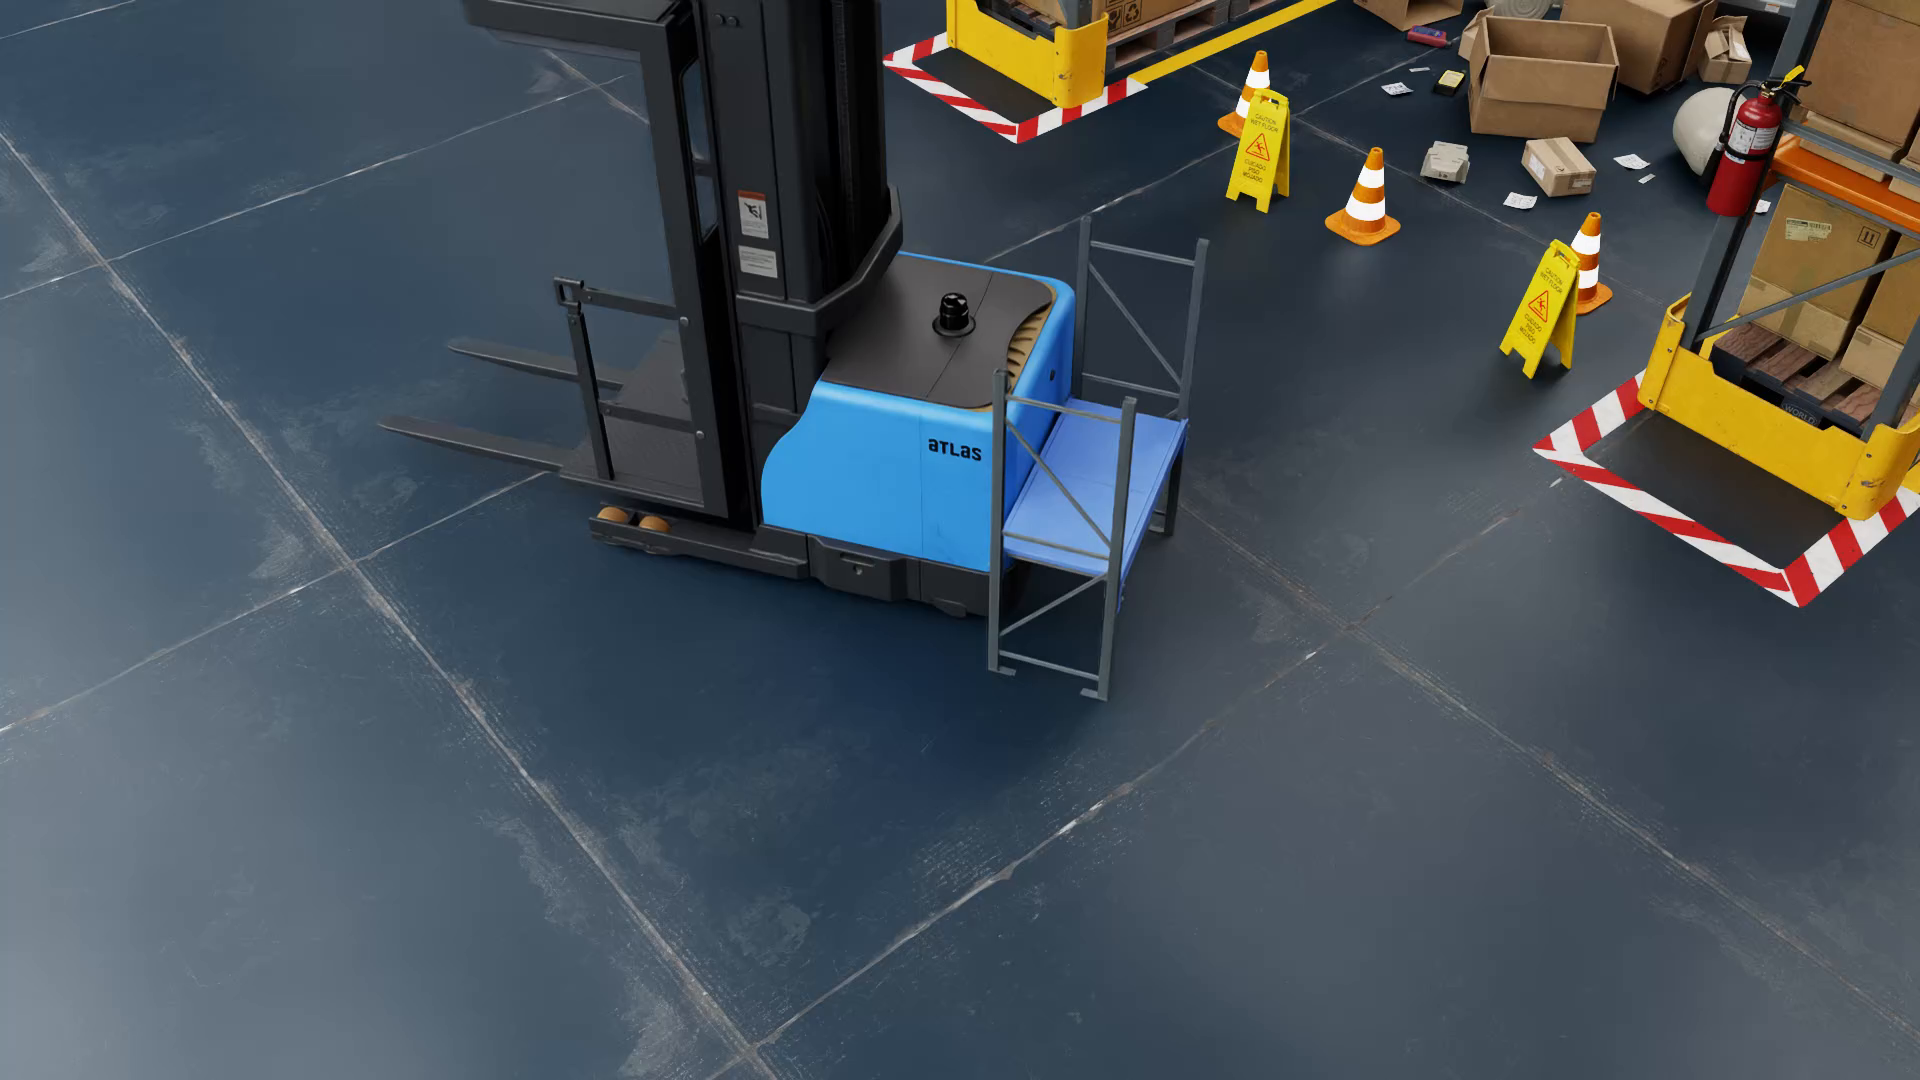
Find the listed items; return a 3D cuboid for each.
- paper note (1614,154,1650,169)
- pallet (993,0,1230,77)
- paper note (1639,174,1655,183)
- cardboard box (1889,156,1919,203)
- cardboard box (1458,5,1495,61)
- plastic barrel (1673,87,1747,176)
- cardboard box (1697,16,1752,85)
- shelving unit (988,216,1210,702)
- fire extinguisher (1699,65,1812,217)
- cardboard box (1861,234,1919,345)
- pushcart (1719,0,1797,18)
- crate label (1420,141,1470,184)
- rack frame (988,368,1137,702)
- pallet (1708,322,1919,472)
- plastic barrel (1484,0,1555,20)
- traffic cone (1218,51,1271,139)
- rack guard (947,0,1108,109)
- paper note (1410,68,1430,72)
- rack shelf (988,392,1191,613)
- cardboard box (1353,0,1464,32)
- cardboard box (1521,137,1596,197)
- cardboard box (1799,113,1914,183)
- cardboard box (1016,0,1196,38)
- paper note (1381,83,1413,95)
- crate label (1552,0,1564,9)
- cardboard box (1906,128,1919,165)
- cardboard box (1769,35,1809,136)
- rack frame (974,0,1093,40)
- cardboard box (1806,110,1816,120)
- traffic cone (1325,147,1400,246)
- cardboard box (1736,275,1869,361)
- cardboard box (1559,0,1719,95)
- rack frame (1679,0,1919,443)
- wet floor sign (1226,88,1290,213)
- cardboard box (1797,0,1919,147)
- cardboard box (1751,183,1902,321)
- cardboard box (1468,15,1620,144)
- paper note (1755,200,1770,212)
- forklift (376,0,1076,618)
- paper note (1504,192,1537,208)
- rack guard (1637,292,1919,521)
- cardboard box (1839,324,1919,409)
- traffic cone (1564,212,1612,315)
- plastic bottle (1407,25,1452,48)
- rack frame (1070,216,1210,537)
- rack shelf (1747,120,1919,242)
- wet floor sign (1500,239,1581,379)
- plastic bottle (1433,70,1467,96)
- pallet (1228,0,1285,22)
[{"bbox_3d":[3.863,-2.178,9.555,0.142,0.019,0.148,-14,45,-14],"label":"paper note"},{"bbox_3d":[0.977,-3.440,10.759,1.213,0.211,1.003,-30,51,-28],"label":"pallet"},{"bbox_3d":[3.894,-2.048,9.424,0.123,0.001,0.032,-30,51,-28],"label":"paper note"},{"bbox_3d":[4.061,-1.458,6.795,0.250,0.149,0.380,-30,51,-28],"label":"cardboard box"},{"bbox_3d":[3.346,-3.102,10.359,0.258,0.266,0.396,-21,47,-21],"label":"cardboard box"},{"bbox_3d":[4.281,-2.272,9.360,0.421,0.421,0.512,0,43,0],"label":"plastic barrel"},{"bbox_3d":[4.734,-3.039,10.292,0.258,0.266,0.396,7,44,7],"label":"cardboard box"},{"bbox_3d":[0.527,-0.303,6.476,0.538,1.500,1.048,14,45,14],"label":"shelving unit"},{"bbox_3d":[3.284,-1.673,6.897,0.183,0.674,0.296,-30,51,-28],"label":"fire extinguisher"},{"bbox_3d":[4.482,-1.153,7.441,0.500,0.500,0.500,-32,52,-29],"label":"cardboard box"},{"bbox_3d":[5.235,-3.486,10.686,1.648,0.377,0.936,22,47,21],"label":"pushcart"},{"bbox_3d":[2.760,-2.144,9.432,0.250,0.136,0.298,14,45,15],"label":"crate label"},{"bbox_3d":[0.353,0.024,6.128,0.500,1.500,0.032,14,45,14],"label":"rack frame"},{"bbox_3d":[4.372,-0.865,8.016,1.213,0.211,1.003,-30,51,-28],"label":"pallet"},{"bbox_3d":[3.596,-3.578,10.751,0.421,0.421,0.512,0,43,0],"label":"plastic barrel"},{"bbox_3d":[1.733,-2.627,9.709,0.334,0.463,0.336,-30,51,-28],"label":"traffic cone"},{"bbox_3d":[0.396,-3.143,10.231,0.348,0.500,1.175,-30,51,-28],"label":"rack guard"},{"bbox_3d":[2.866,-2.932,10.365,0.123,0.001,0.032,-7,44,-7],"label":"paper note"},{"bbox_3d":[0.527,-0.172,6.600,0.538,0.185,1.000,14,45,14],"label":"rack shelf"},{"bbox_3d":[2.950,-3.690,10.812,0.500,0.500,0.500,-21,47,-21],"label":"cardboard box"},{"bbox_3d":[3.376,-2.106,9.384,0.250,0.149,0.380,-7,44,-7],"label":"cardboard box"},{"bbox_3d":[3.817,-1.694,7.046,0.250,0.149,0.380,-28,50,-27],"label":"cardboard box"},{"bbox_3d":[0.892,-3.775,10.324,0.875,0.875,0.875,-29,51,-28],"label":"cardboard box"},{"bbox_3d":[2.674,-2.760,10.168,0.142,0.017,0.144,-14,45,-14],"label":"paper note"},{"bbox_3d":[3.997,-3.643,11.029,0.298,0.136,0.250,7,44,7],"label":"crate label"},{"bbox_3d":[4.209,-1.717,6.596,0.500,0.500,0.500,-31,51,-28],"label":"cardboard box"},{"bbox_3d":[5.041,-2.600,9.651,0.500,0.500,0.500,0,43,0],"label":"cardboard box"},{"bbox_3d":[0.414,-4.064,9.386,0.127,3.000,1.000,-30,51,-28],"label":"rack frame"},{"bbox_3d":[3.940,-1.864,7.227,0.250,0.149,0.380,-30,51,-28],"label":"cardboard box"},{"bbox_3d":[2.197,-1.884,8.918,0.334,0.463,0.336,-30,51,-28],"label":"traffic cone"},{"bbox_3d":[4.133,-1.167,8.003,0.500,0.250,0.500,-30,51,-28],"label":"cardboard box"},{"bbox_3d":[4.103,-3.165,10.153,0.503,0.637,0.797,-30,51,-28],"label":"cardboard box"},{"bbox_3d":[3.668,-1.509,6.666,0.127,3.000,1.000,-30,51,-28],"label":"rack frame"},{"bbox_3d":[1.662,-2.154,9.072,0.267,0.644,0.232,30,51,28],"label":"wet floor sign"},{"bbox_3d":[3.907,-2.037,6.938,0.500,0.500,0.500,-31,51,-29],"label":"cardboard box"},{"bbox_3d":[4.115,-1.422,7.727,0.500,0.500,0.500,-29,51,-28],"label":"cardboard box"},{"bbox_3d":[3.391,-2.700,9.758,0.797,0.503,0.637,7,44,7],"label":"cardboard box"},{"bbox_3d":[4.405,-1.862,9.210,0.142,0.019,0.148,22,47,21],"label":"paper note"},{"bbox_3d":[-1.087,-1.338,6.533,3.031,2.935,1.130,12,45,13],"label":"forklift"},{"bbox_3d":[3.116,-1.888,9.237,0.148,0.019,0.142,22,47,21],"label":"paper note"},{"bbox_3d":[3.726,-0.632,7.557,0.348,0.500,1.175,-30,51,-28],"label":"rack guard"},{"bbox_3d":[4.464,-0.869,7.686,0.500,0.250,0.500,-30,51,-28],"label":"cardboard box"},{"bbox_3d":[3.170,-1.451,8.457,0.334,0.463,0.336,-30,51,-28],"label":"traffic cone"},{"bbox_3d":[3.014,-3.212,10.625,0.283,0.061,0.133,22,47,21],"label":"plastic bottle"},{"bbox_3d":[0.700,-0.630,6.825,0.500,1.500,0.032,14,45,14],"label":"rack frame"},{"bbox_3d":[5.202,-2.126,7.848,4.000,0.370,1.077,-30,51,-28],"label":"rack shelf"},{"bbox_3d":[2.835,-1.130,7.981,0.232,0.644,0.267,-14,45,-14],"label":"wet floor sign"},{"bbox_3d":[3.015,-2.821,10.209,0.133,0.061,0.283,22,47,21],"label":"plastic bottle"},{"bbox_3d":[1.913,-3.973,11.326,1.213,0.211,1.003,-30,51,-28],"label":"pallet"}]
